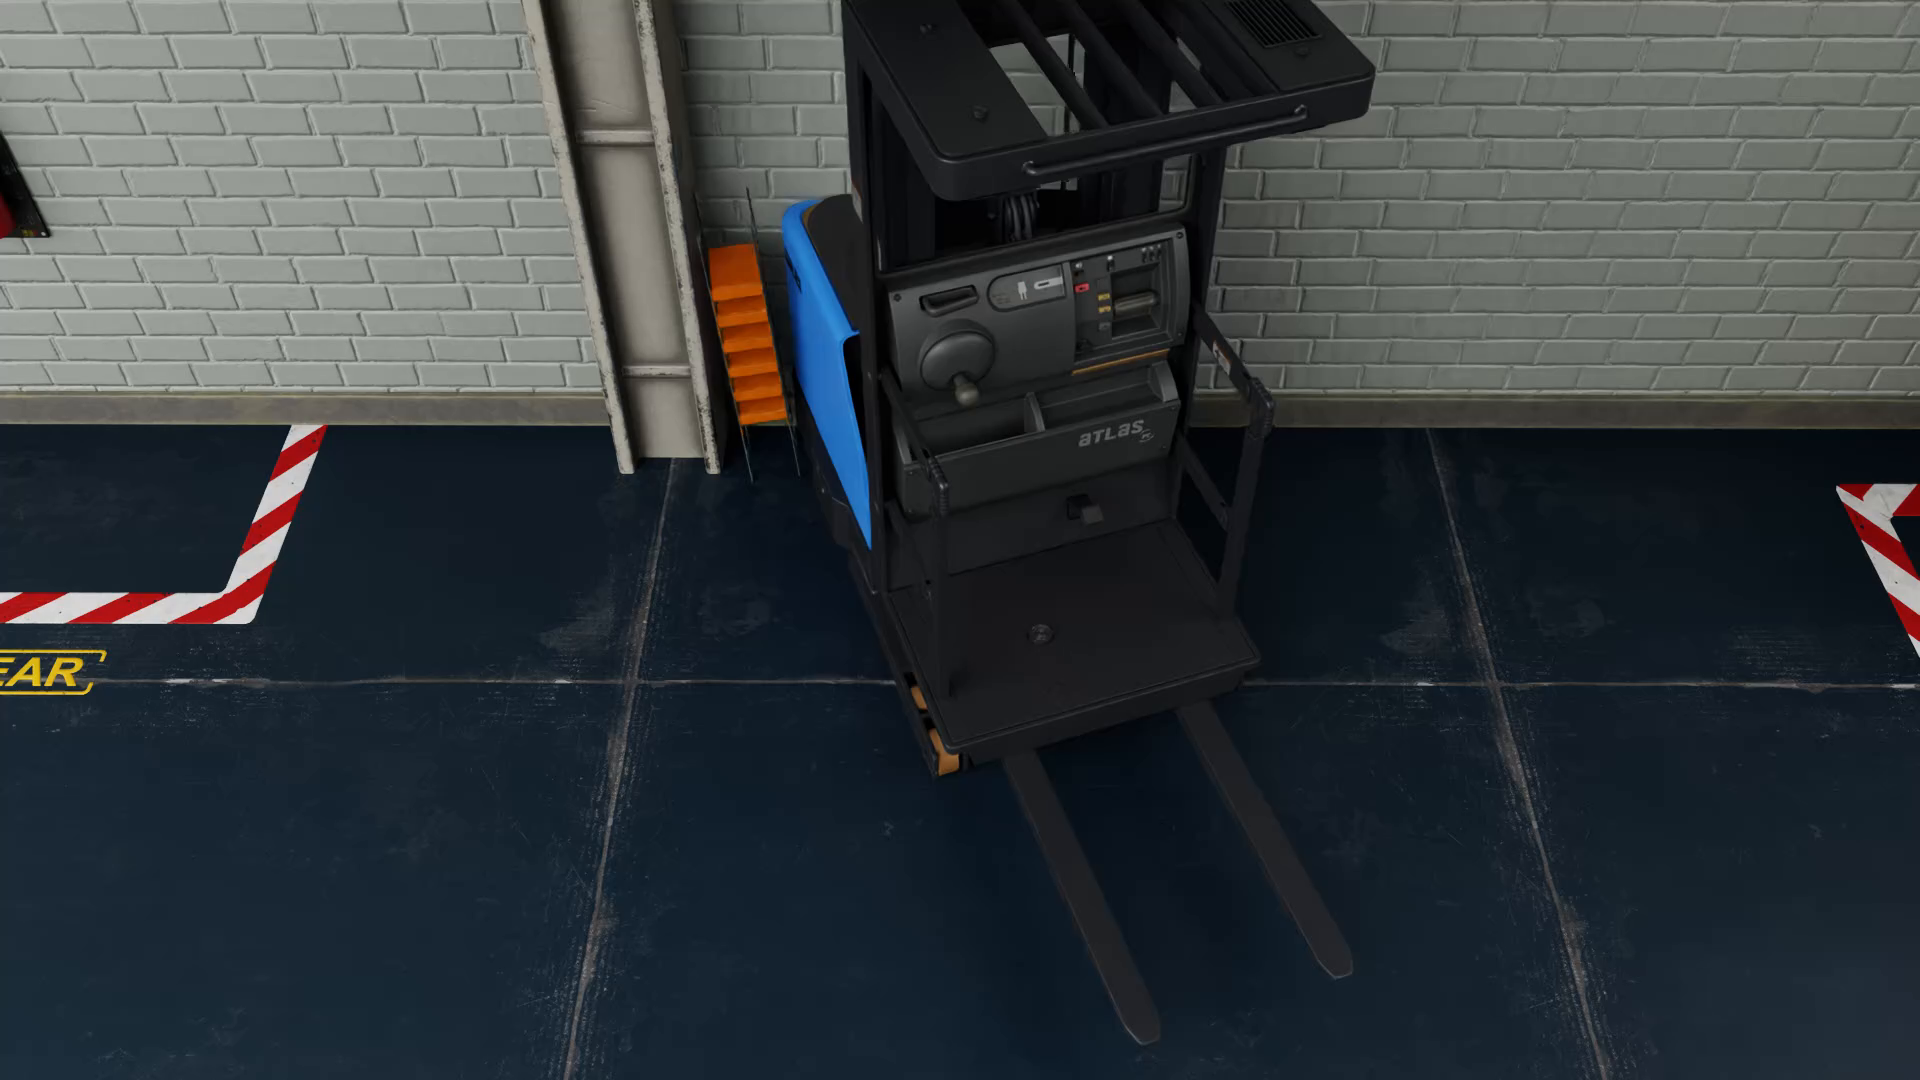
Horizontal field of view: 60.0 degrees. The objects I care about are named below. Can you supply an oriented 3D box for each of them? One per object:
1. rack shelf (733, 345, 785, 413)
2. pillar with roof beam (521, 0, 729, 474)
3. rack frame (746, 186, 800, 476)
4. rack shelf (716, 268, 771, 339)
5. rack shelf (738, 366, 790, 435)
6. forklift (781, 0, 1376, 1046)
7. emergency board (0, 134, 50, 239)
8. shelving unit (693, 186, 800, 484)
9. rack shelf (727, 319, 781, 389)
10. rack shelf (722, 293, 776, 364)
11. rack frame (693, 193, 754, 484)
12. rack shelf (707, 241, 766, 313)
[{"bbox_3d":[-0.759,-0.610,6.213,0.180,0.103,0.258,-9,48,-3],"label":"rack shelf"},{"bbox_3d":[-1.145,-0.288,0.370,0.400,9.000,9.100,0,47,0],"label":"pillar with roof beam"},{"bbox_3d":[-0.679,-0.733,6.096,0.006,1.200,0.240,-9,48,-3],"label":"rack frame"},{"bbox_3d":[-0.781,-0.849,5.945,0.180,0.103,0.258,-9,48,-3],"label":"rack shelf"},{"bbox_3d":[-0.751,-0.531,6.303,0.180,0.103,0.258,-9,48,-3],"label":"rack shelf"},{"bbox_3d":[0.317,-0.564,4.773,1.130,2.935,3.031,-14,49,-13],"label":"forklift"},{"bbox_3d":[-3.600,-1.430,5.531,0.643,1.169,0.194,0,47,0],"label":"emergency board"},{"bbox_3d":[-0.769,-0.719,6.091,0.189,1.200,0.258,-9,48,-3],"label":"shelving unit"},{"bbox_3d":[-0.766,-0.690,6.124,0.180,0.103,0.258,-9,48,-3],"label":"rack shelf"},{"bbox_3d":[-0.774,-0.770,6.035,0.180,0.103,0.258,-9,48,-3],"label":"rack shelf"},{"bbox_3d":[-0.859,-0.706,6.086,0.006,1.200,0.240,-9,48,-3],"label":"rack frame"},{"bbox_3d":[-0.789,-0.929,5.856,0.180,0.103,0.258,-9,48,-3],"label":"rack shelf"}]
